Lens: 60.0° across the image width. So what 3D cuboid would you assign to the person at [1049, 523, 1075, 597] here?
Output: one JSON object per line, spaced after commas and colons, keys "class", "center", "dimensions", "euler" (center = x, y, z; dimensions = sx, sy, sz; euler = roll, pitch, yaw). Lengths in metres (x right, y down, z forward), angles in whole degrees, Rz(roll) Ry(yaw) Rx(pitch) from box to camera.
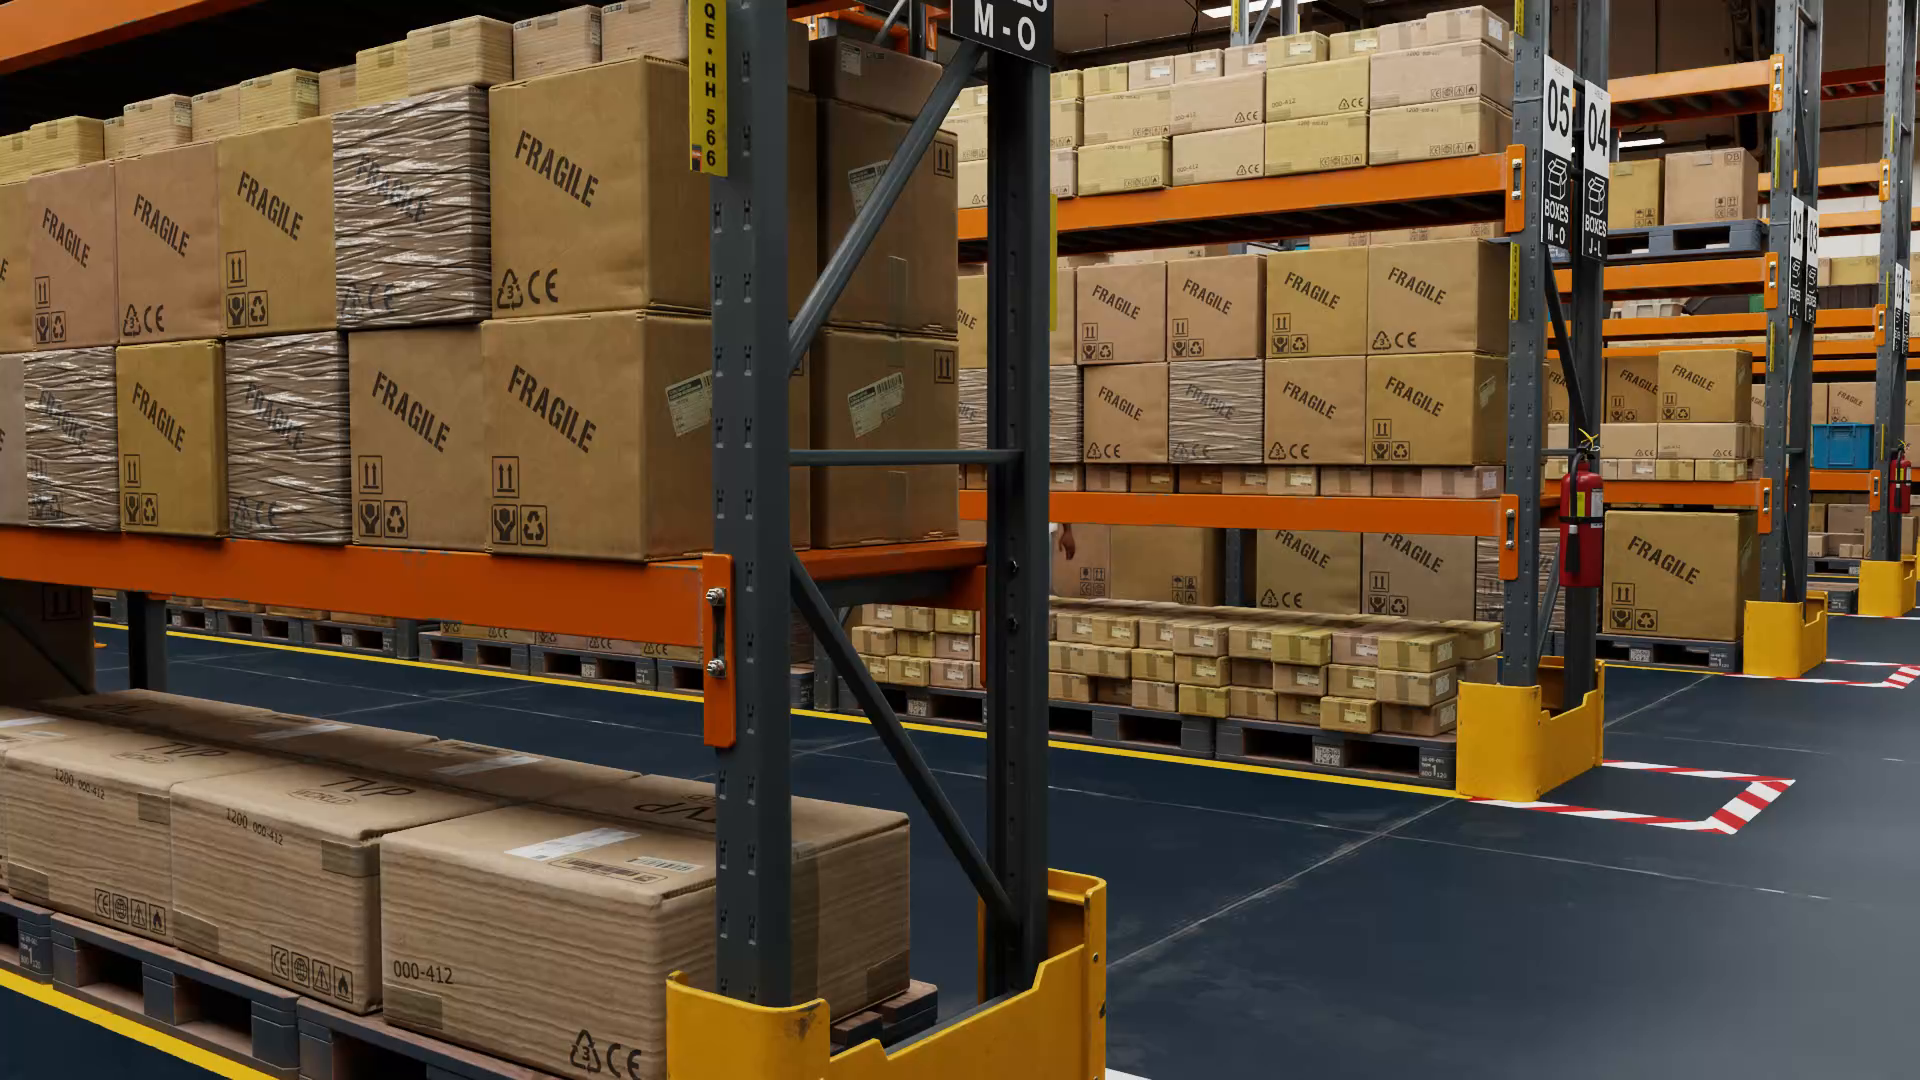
{"class": "person", "center": [0.493, -0.020, 11.711], "dimensions": [0.645, 1.765, 0.497], "euler": [1, 3, 24]}
